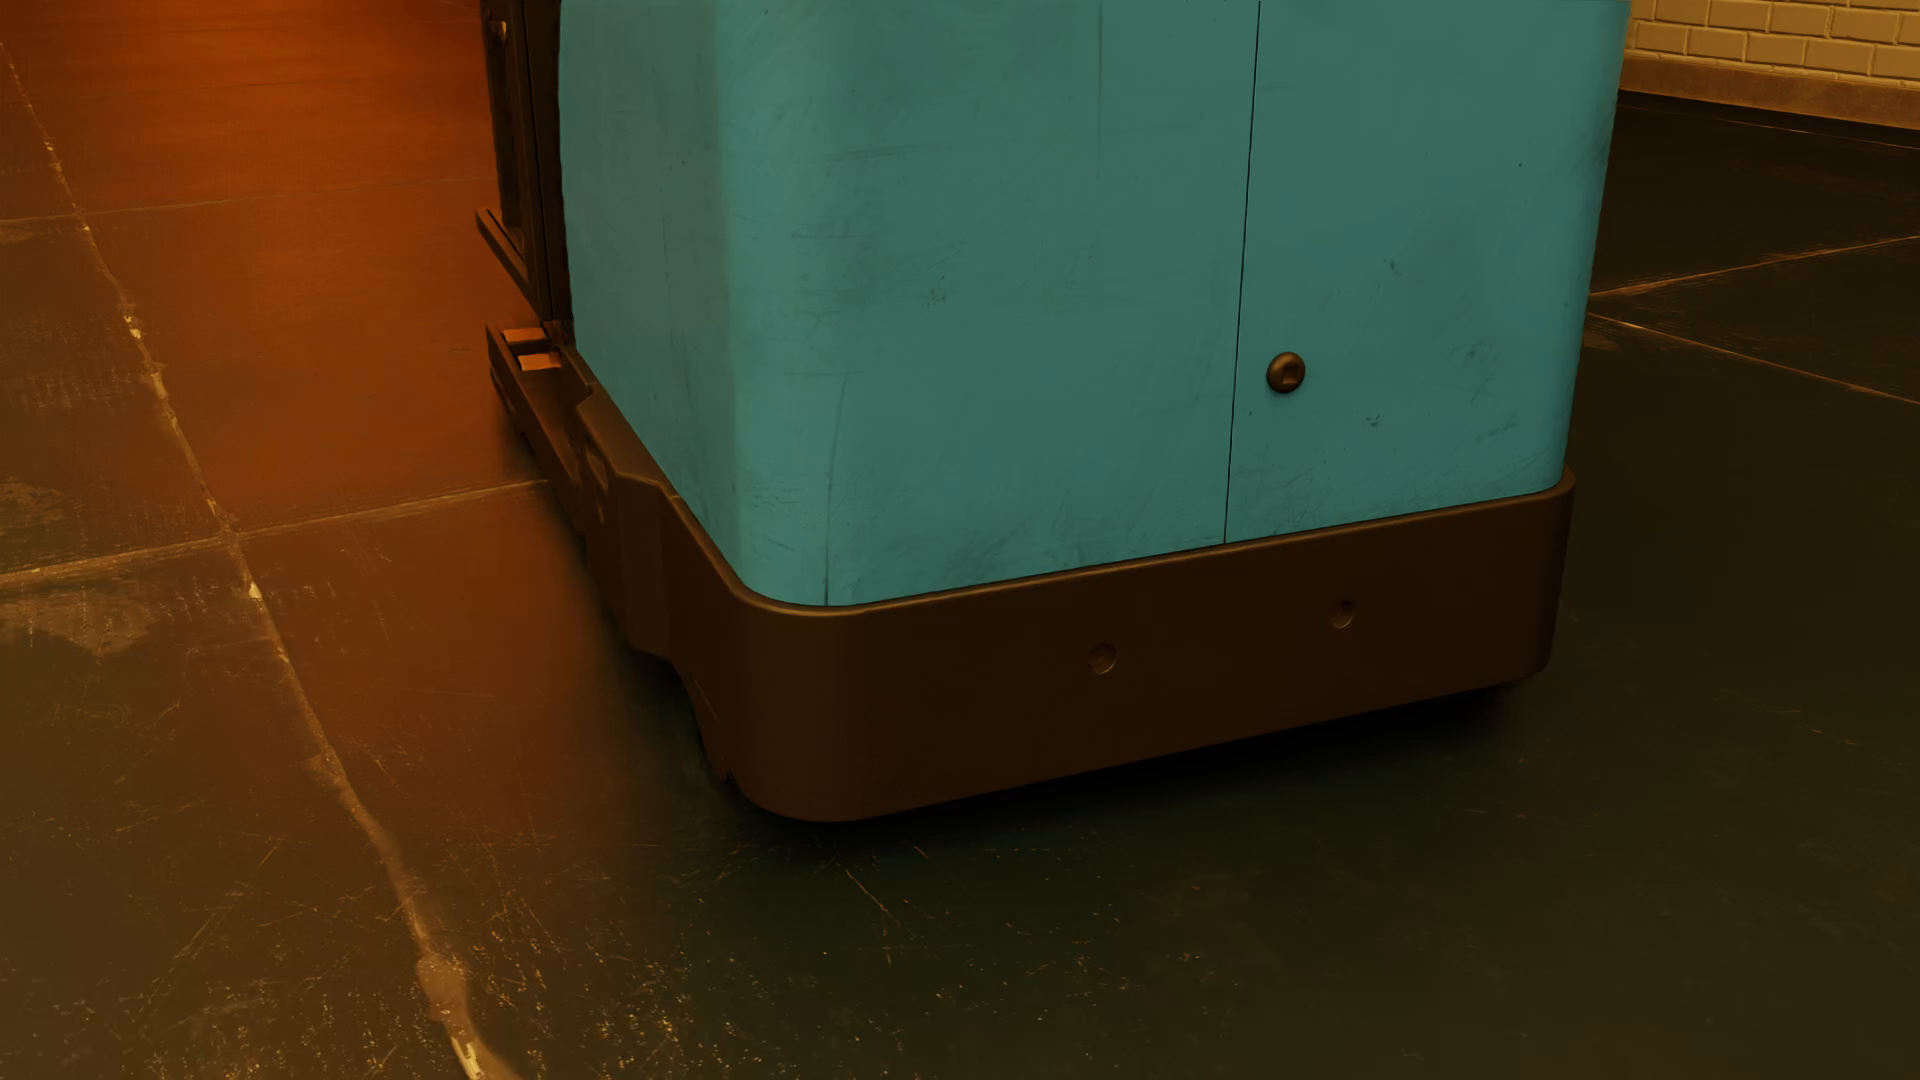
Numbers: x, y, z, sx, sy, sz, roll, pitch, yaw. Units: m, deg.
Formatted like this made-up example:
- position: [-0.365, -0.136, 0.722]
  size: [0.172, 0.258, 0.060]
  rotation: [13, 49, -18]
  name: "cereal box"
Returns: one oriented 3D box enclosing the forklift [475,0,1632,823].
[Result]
- position: [-0.279, -1.590, 2.649]
  size: [1.130, 2.935, 3.031]
  rotation: [-9, 24, -20]
  name: "forklift"
